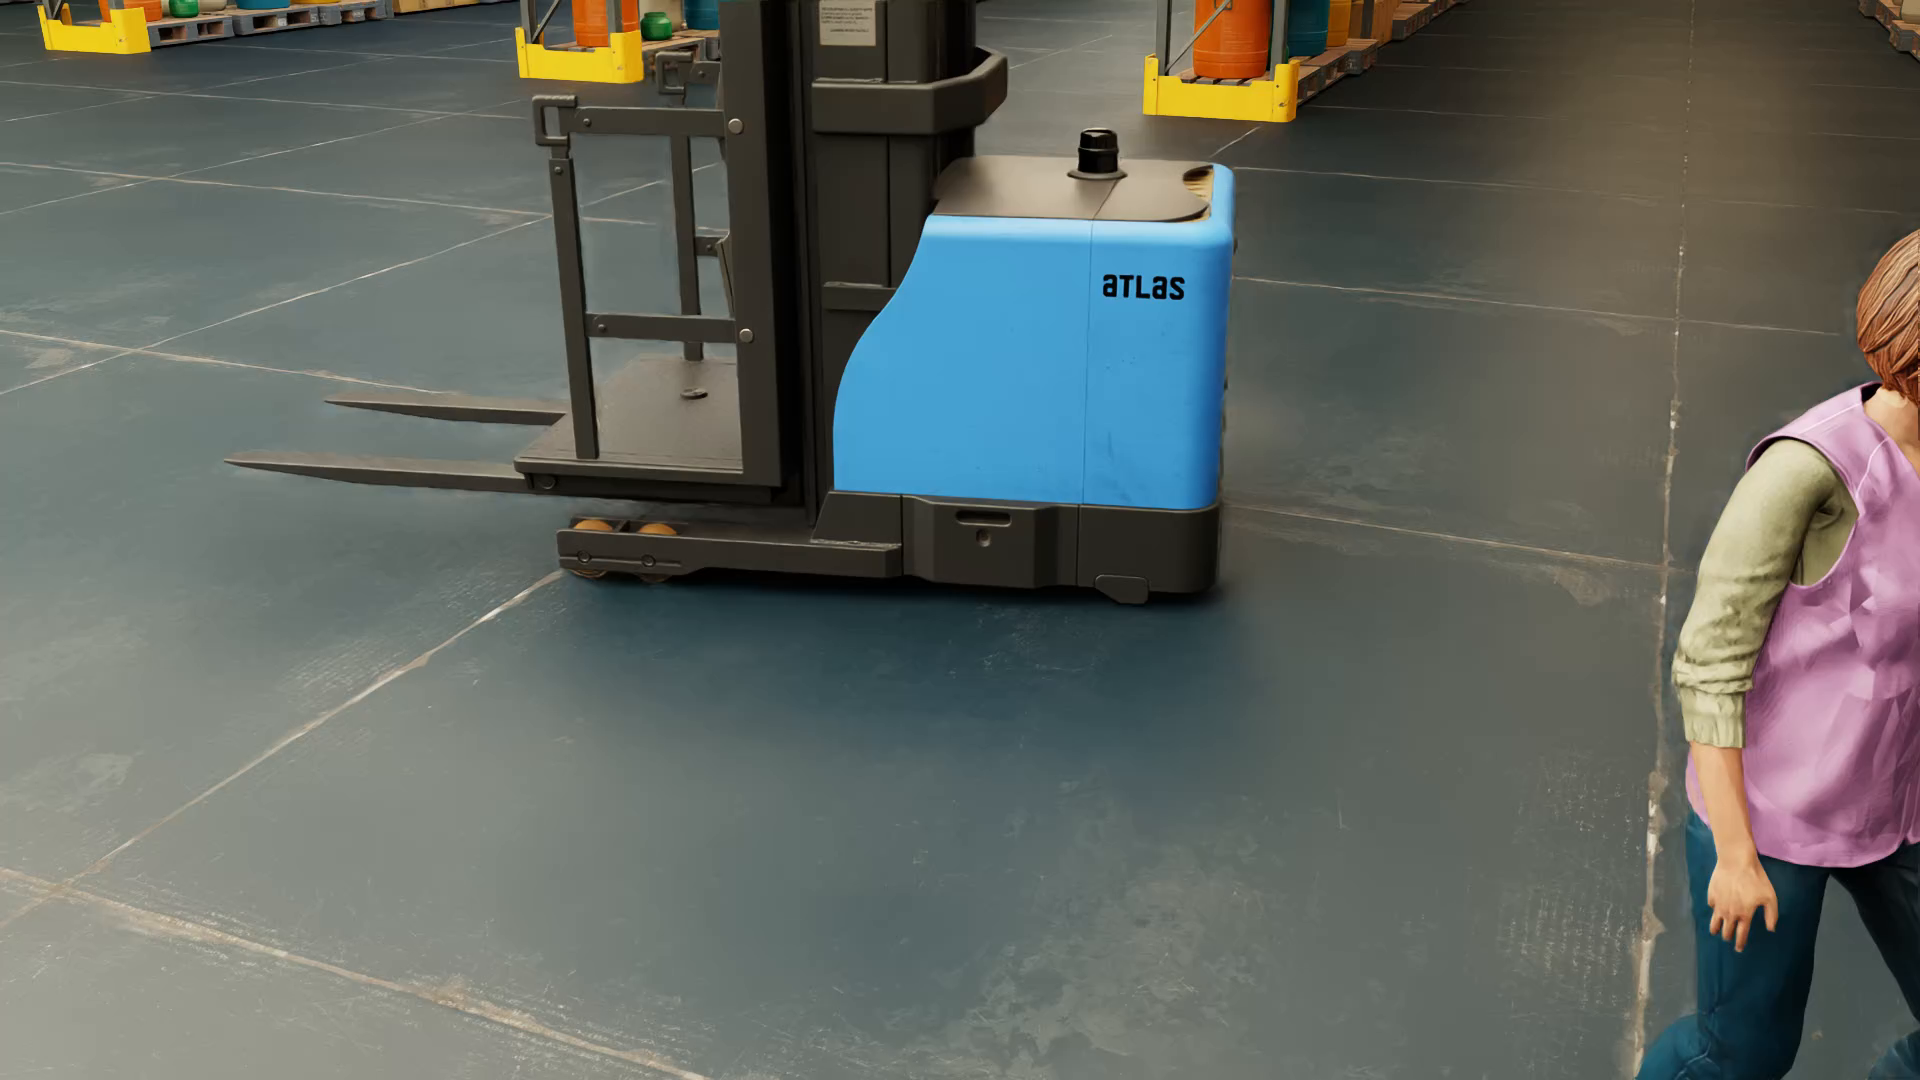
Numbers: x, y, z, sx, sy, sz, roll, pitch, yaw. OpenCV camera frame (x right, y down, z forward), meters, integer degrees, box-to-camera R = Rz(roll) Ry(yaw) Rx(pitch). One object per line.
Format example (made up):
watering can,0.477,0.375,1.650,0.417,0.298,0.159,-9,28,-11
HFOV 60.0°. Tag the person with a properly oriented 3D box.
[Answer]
person,1.144,0.394,2.189,0.510,1.617,0.461,-8,24,-19

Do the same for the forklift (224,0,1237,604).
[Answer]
forklift,-0.715,-1.426,4.704,3.031,2.935,1.130,4,23,8
